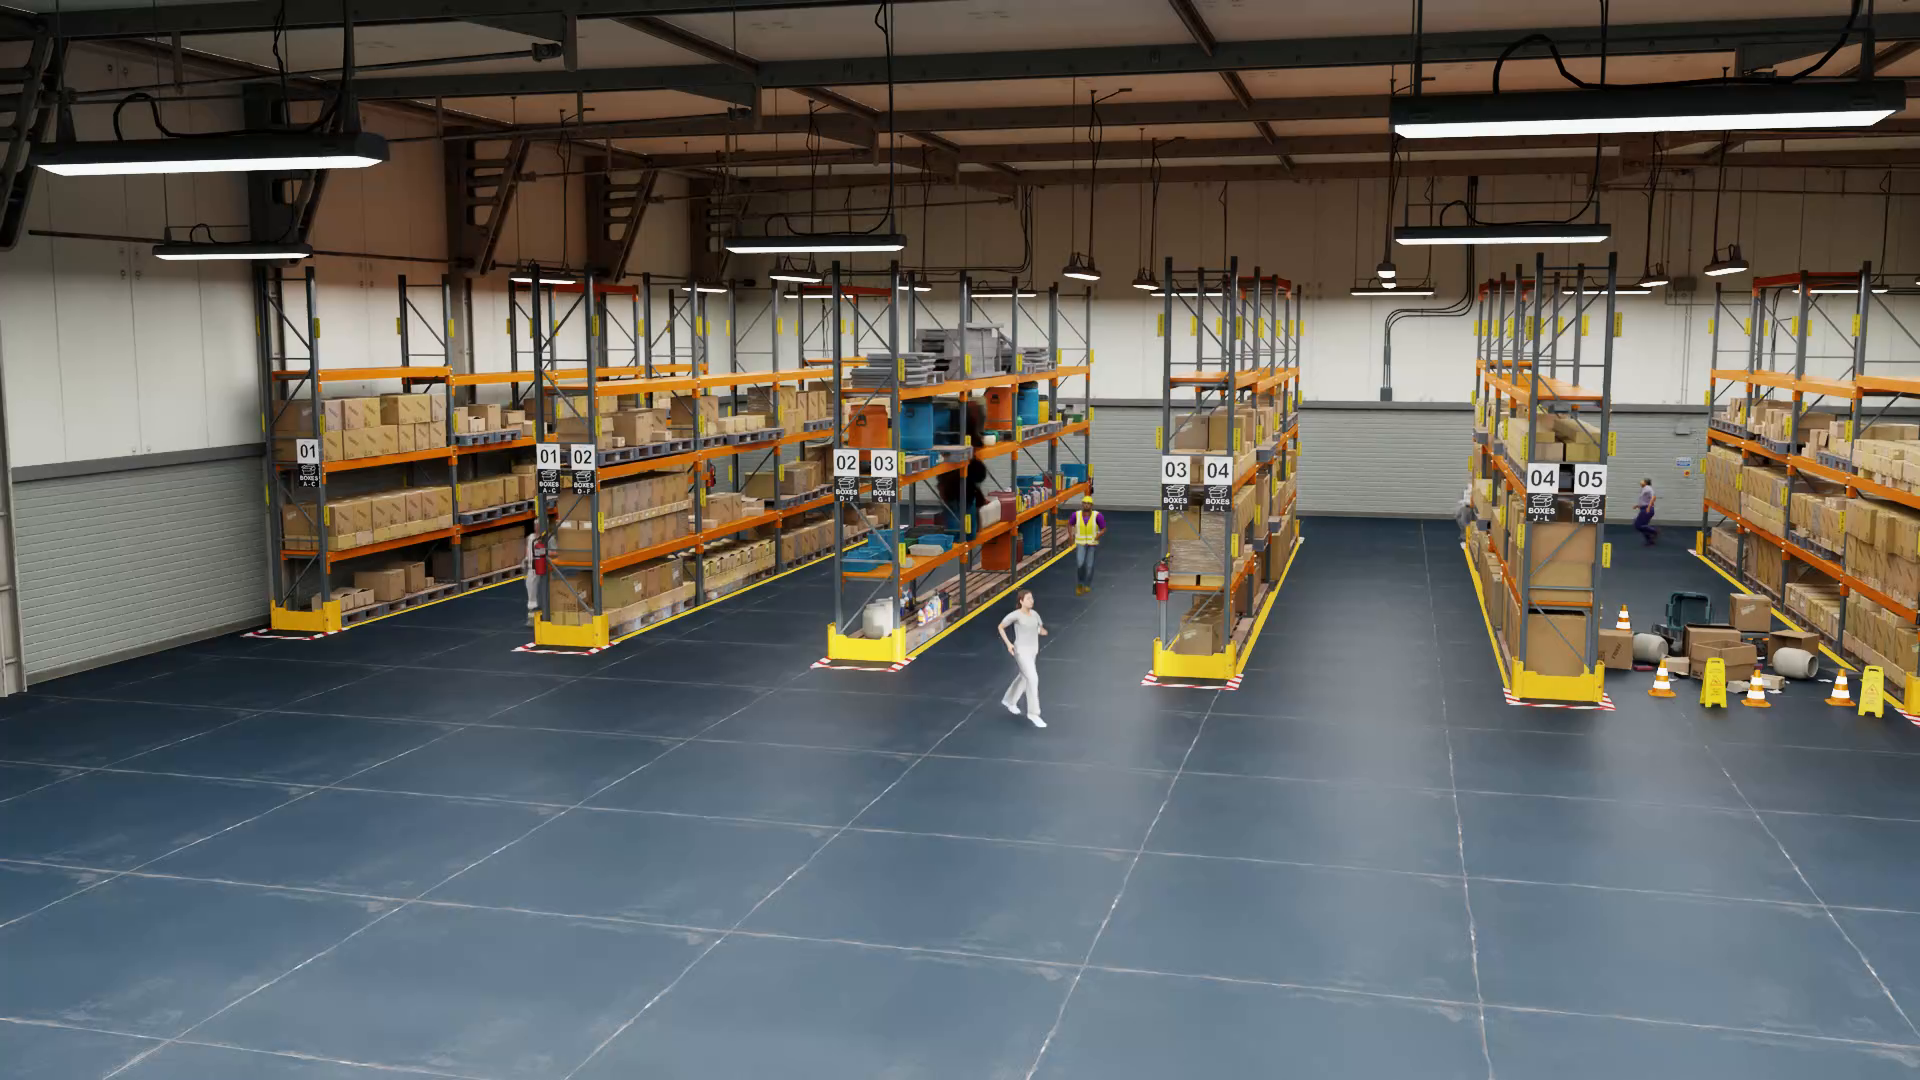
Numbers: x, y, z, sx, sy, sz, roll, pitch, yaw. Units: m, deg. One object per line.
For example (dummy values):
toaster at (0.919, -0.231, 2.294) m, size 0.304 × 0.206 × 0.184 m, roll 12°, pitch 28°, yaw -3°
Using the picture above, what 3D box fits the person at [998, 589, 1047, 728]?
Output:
person at (0.820, 1.480, 21.220) m, size 0.838 × 1.709 × 0.544 m, roll 7°, pitch 10°, yaw 42°

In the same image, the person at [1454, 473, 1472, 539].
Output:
person at (12.009, -0.794, 39.394) m, size 0.562 × 1.639 × 0.724 m, roll 2°, pitch 8°, yaw 18°

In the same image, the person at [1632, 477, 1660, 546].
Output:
person at (15.827, -0.642, 38.363) m, size 0.616 × 1.611 × 0.631 m, roll 3°, pitch 8°, yaw 21°

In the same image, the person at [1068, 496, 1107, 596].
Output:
person at (2.260, 0.113, 29.619) m, size 0.699 × 1.803 × 0.640 m, roll 1°, pitch 7°, yaw 4°

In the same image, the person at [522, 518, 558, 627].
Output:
person at (-7.122, 0.509, 28.208) m, size 0.658 × 1.785 × 0.983 m, roll 1°, pitch 7°, yaw 7°
